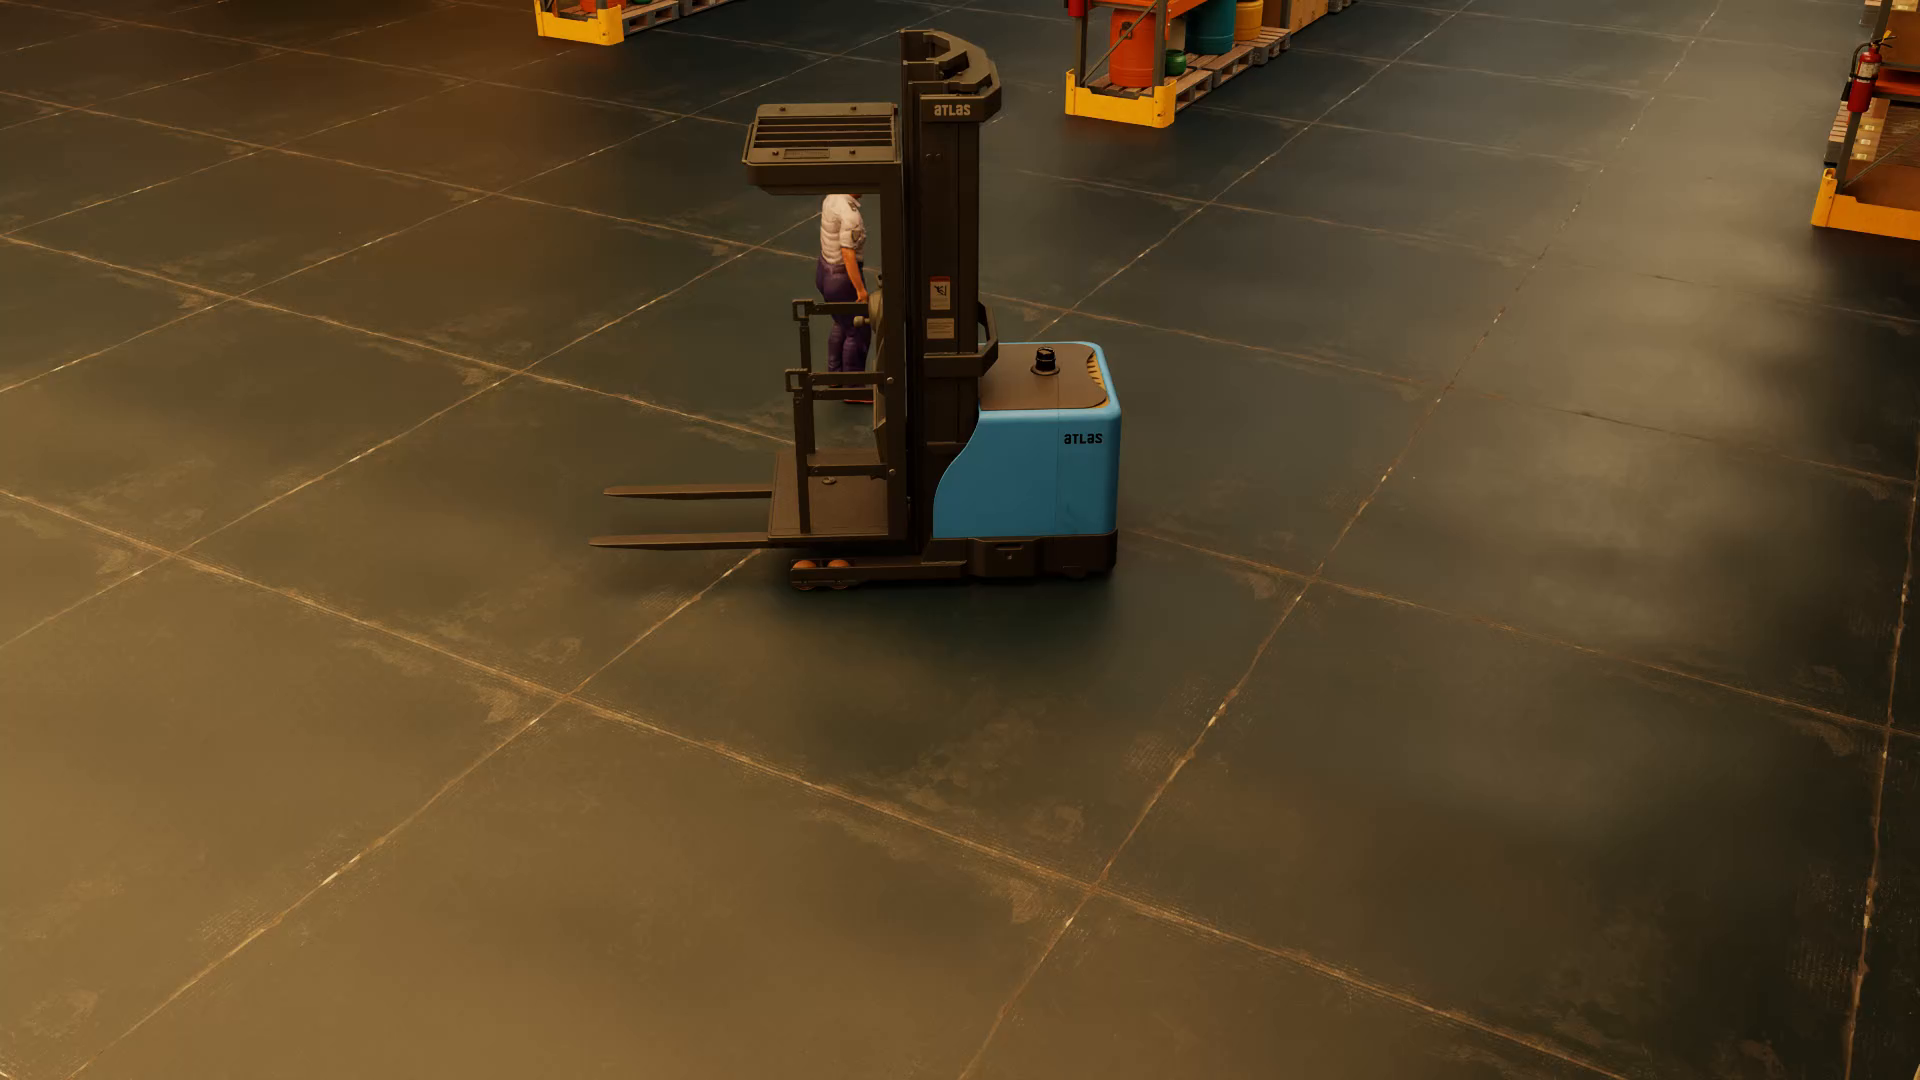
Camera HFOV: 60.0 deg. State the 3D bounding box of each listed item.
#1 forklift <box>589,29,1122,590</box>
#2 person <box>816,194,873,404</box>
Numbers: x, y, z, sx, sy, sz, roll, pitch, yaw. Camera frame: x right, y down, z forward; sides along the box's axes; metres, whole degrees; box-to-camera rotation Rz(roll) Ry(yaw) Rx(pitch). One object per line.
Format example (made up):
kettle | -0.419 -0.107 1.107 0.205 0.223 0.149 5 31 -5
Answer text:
forklift | -0.629 -1.254 9.244 3.031 2.935 1.130 -1 30 -2
person | -0.780 -1.775 11.432 0.375 1.648 0.545 -11 32 -19
